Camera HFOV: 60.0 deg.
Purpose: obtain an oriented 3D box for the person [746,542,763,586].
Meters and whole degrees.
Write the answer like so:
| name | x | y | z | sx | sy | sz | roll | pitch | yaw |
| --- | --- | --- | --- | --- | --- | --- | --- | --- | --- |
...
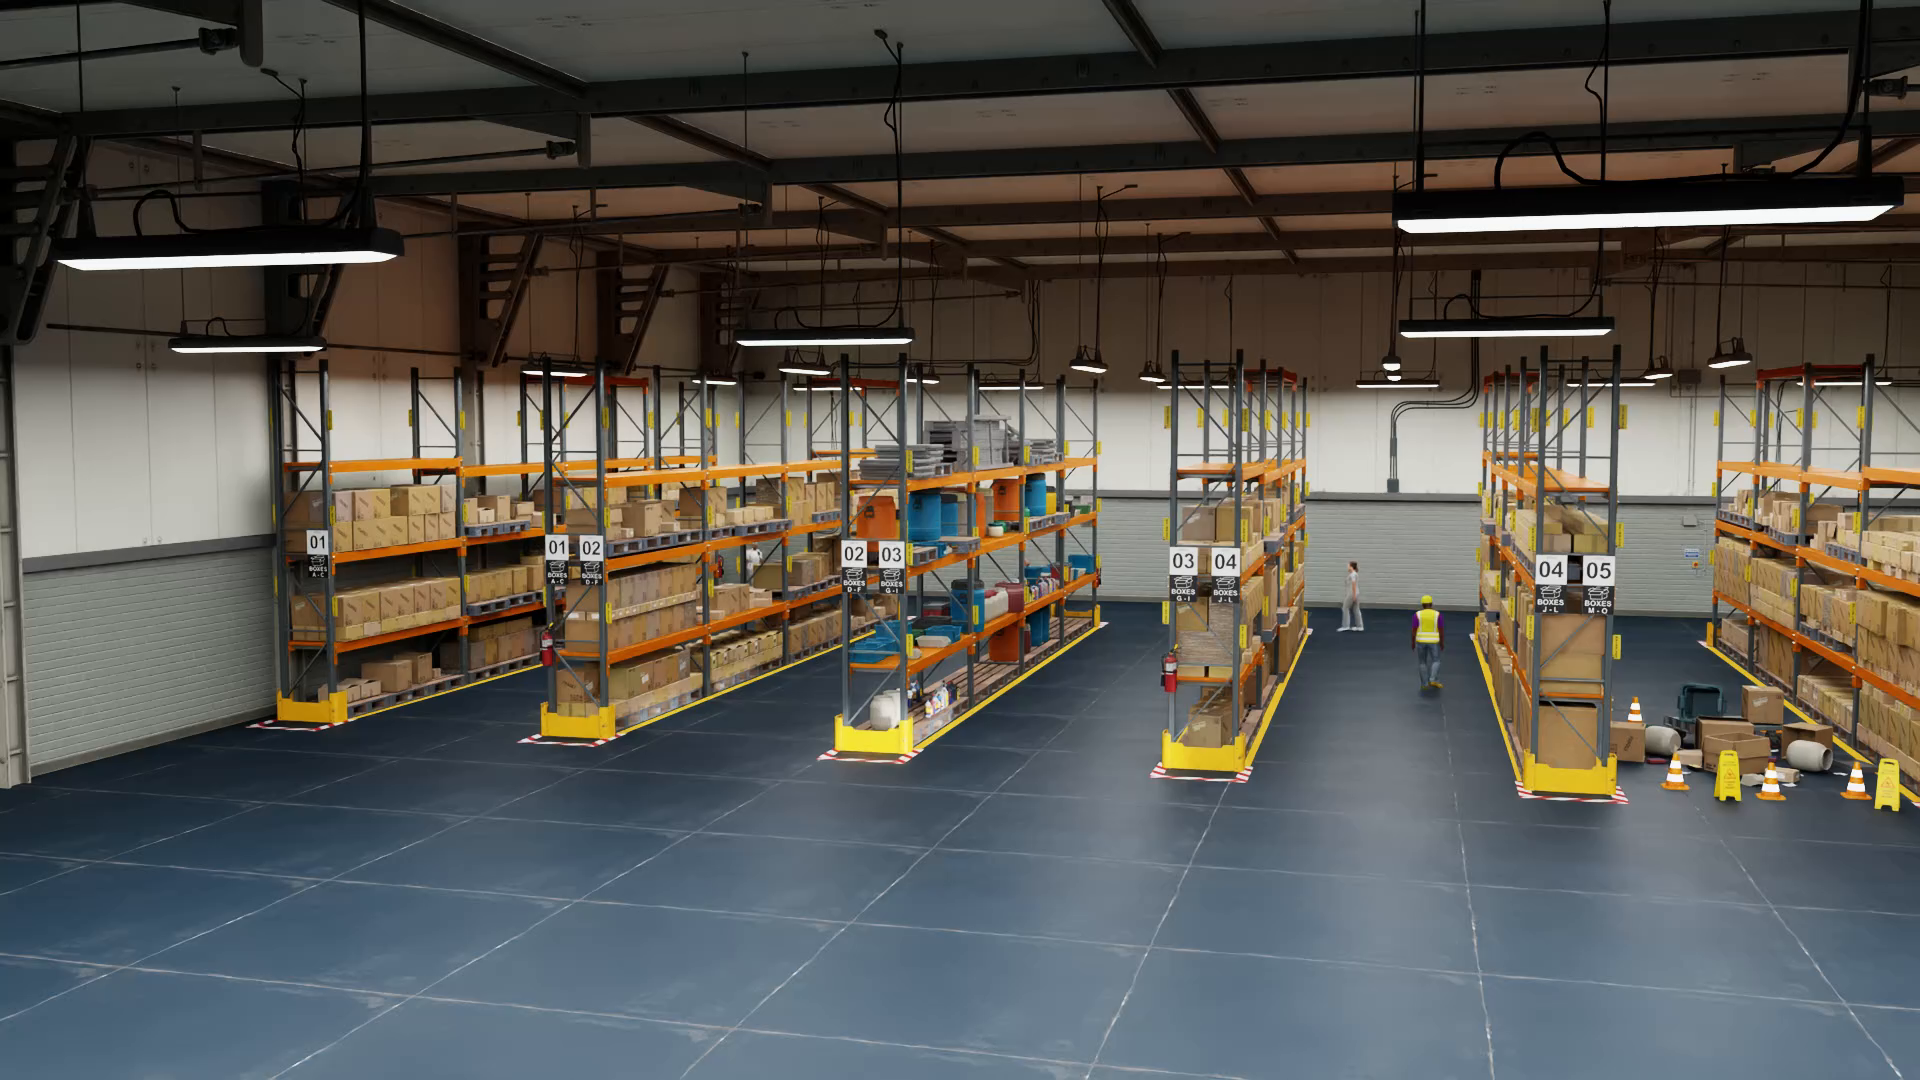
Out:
| name | x | y | z | sx | sy | sz | roll | pitch | yaw |
| --- | --- | --- | --- | --- | --- | --- | --- | --- | --- |
| person | -5.735 | 0.868 | 46.318 | 0.508 | 1.749 | 0.607 | -3 | 5 | -32 |

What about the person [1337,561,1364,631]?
| name | x | y | z | sx | sy | sz | roll | pitch | yaw |
| --- | --- | --- | --- | --- | --- | --- | --- | --- | --- |
| person | 9.302 | 1.337 | 39.495 | 0.633 | 1.686 | 0.462 | 2 | 5 | 31 |

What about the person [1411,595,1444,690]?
| name | x | y | z | sx | sy | sz | roll | pitch | yaw |
| --- | --- | --- | --- | --- | --- | --- | --- | --- | --- |
| person | 8.683 | 1.909 | 30.875 | 0.594 | 1.765 | 0.548 | 1 | 4 | 14 |

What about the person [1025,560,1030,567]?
| name | x | y | z | sx | sy | sz | roll | pitch | yaw |
| --- | --- | --- | --- | --- | --- | --- | --- | --- | --- |
| person | 1.572 | 1.283 | 39.950 | 0.932 | 1.605 | 0.525 | 1 | 4 | 14 |
